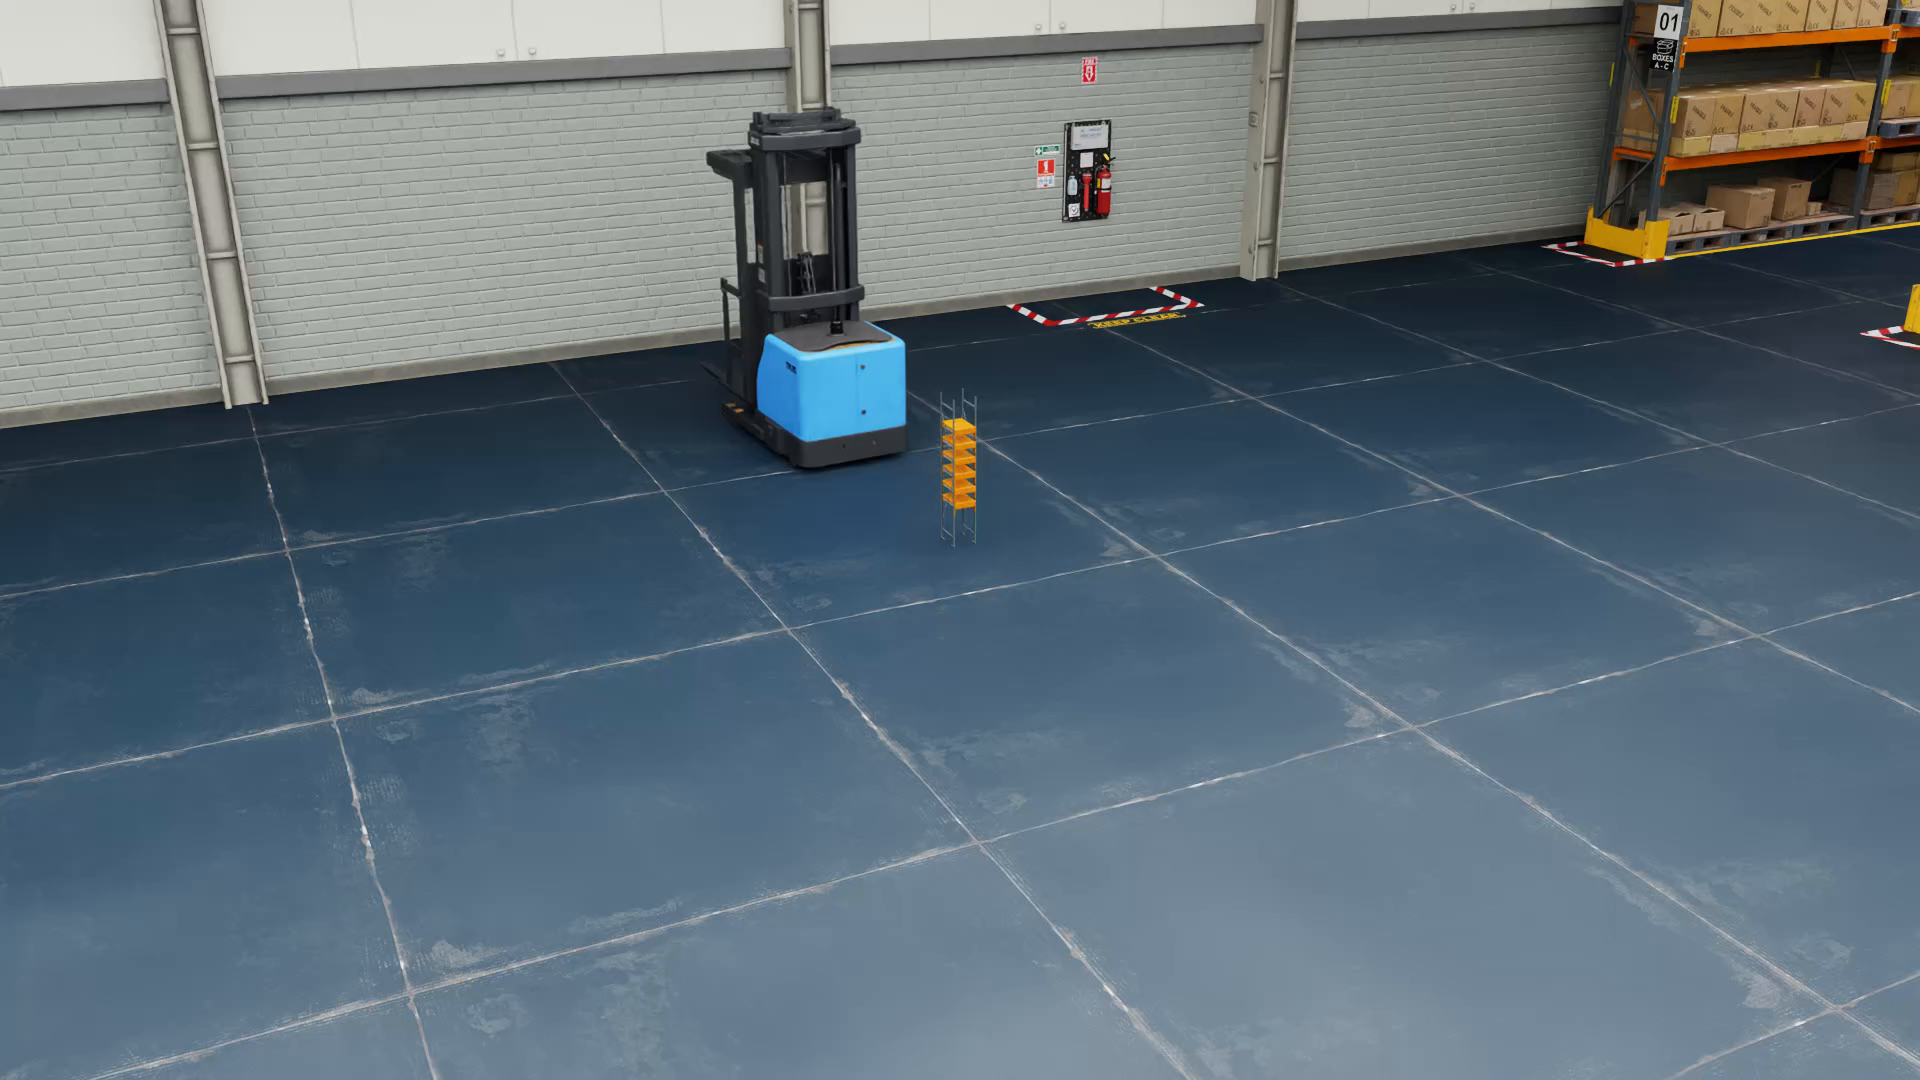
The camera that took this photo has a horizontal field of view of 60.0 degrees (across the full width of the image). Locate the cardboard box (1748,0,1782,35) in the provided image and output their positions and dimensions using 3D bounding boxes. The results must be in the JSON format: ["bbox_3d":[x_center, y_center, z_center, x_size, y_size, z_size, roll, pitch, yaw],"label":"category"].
[{"bbox_3d":[10.319,-6.890,21.718,0.500,0.500,0.500,-9,24,-21],"label":"cardboard box"}]

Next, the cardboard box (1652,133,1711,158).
[{"bbox_3d":[9.521,-5.227,21.948,0.500,0.250,0.500,-11,25,-25],"label":"cardboard box"}]

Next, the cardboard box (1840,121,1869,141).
[{"bbox_3d":[12.253,-5.736,23.178,0.500,0.250,0.500,-10,25,-23],"label":"cardboard box"}]

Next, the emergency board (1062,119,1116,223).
[{"bbox_3d":[1.550,-4.338,19.630,0.643,1.169,0.194,-10,25,-24],"label":"emergency board"}]

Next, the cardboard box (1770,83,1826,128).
[{"bbox_3d":[11.351,-5.916,22.632,0.500,0.500,0.500,-11,25,-25],"label":"cardboard box"}]

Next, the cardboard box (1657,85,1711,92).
[{"bbox_3d":[9.734,-5.833,22.433,0.500,0.500,0.500,-10,25,-23],"label":"cardboard box"}]

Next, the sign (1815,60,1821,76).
[{"bbox_3d":[12.304,-6.705,23.834,0.005,0.325,0.100,-10,25,-24],"label":"sign"}]

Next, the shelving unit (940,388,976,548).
[{"bbox_3d":[-0.013,-0.552,12.838,0.189,1.200,0.258,-10,25,-24],"label":"shelving unit"}]

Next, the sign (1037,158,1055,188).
[{"bbox_3d":[1.007,-4.298,19.487,0.234,0.329,0.001,-10,25,-24],"label":"sign"}]

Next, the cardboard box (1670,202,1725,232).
[{"bbox_3d":[10.120,-4.455,22.853,0.500,0.311,0.500,-8,24,-19],"label":"cardboard box"}]

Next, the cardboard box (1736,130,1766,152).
[{"bbox_3d":[10.445,-5.400,22.367,0.500,0.250,0.500,-11,25,-24],"label":"cardboard box"}]

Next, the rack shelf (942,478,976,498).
[{"bbox_3d":[-0.013,-0.400,12.901,0.180,0.103,0.258,-10,25,-24],"label":"rack shelf"}]

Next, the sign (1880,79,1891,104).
[{"bbox_3d":[12.790,-6.193,22.981,0.005,0.325,0.100,-10,25,-24],"label":"sign"}]

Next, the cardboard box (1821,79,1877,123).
[{"bbox_3d":[12.256,-6.080,23.030,0.500,0.500,0.500,-10,25,-24],"label":"cardboard box"}]

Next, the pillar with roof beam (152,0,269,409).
[{"bbox_3d":[-5.152,-4.032,11.048,0.400,9.000,9.100,-10,25,-24],"label":"pillar with roof beam"}]

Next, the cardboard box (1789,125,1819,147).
[{"bbox_3d":[11.354,-5.567,22.771,0.500,0.250,0.500,-11,25,-24],"label":"cardboard box"}]

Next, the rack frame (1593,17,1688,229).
[{"bbox_3d":[8.944,-5.315,21.992,0.127,3.000,1.000,-10,25,-24],"label":"rack frame"}]

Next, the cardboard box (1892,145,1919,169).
[{"bbox_3d":[14.067,-5.663,24.545,0.500,0.250,0.500,-11,25,-25],"label":"cardboard box"}]

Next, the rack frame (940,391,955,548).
[{"bbox_3d":[-0.095,-0.537,12.801,0.006,1.200,0.240,-10,25,-24],"label":"rack frame"}]

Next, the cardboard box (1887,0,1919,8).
[{"bbox_3d":[13.075,-7.668,23.074,0.500,0.500,0.500,-7,23,-16],"label":"cardboard box"}]

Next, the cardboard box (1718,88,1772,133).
[{"bbox_3d":[10.422,-5.740,22.206,0.500,0.500,0.500,-11,25,-25],"label":"cardboard box"}]

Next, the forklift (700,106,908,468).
[{"bbox_3d":[-1.611,-2.502,15.284,1.130,2.935,3.031,-12,25,-26],"label":"forklift"}]

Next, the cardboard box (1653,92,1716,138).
[{"bbox_3d":[9.504,-5.577,21.815,0.500,0.500,0.500,-10,25,-24],"label":"cardboard box"}]

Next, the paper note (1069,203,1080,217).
[{"bbox_3d":[1.360,-3.925,19.785,0.142,0.148,0.016,-10,25,-24],"label":"paper note"}]

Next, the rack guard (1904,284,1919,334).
[{"bbox_3d":[11.074,-2.450,18.338,0.348,0.500,1.175,-10,25,-24],"label":"rack guard"}]

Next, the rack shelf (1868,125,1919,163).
[{"bbox_3d":[14.350,-5.978,24.534,4.000,0.370,1.077,-10,25,-24],"label":"rack shelf"}]

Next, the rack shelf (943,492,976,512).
[{"bbox_3d":[-0.013,-0.289,12.946,0.180,0.103,0.258,-10,25,-24],"label":"rack shelf"}]

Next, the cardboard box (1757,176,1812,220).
[{"bbox_3d":[11.630,-4.841,23.540,0.500,0.500,0.500,-12,26,-28],"label":"cardboard box"}]

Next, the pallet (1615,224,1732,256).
[{"bbox_3d":[9.760,-4.162,22.852,1.213,0.211,1.003,-10,25,-24],"label":"pallet"}]

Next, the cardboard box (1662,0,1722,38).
[{"bbox_3d":[9.354,-6.726,21.321,0.500,0.500,0.500,-10,24,-22],"label":"cardboard box"}]

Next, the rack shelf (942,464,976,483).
[{"bbox_3d":[-0.013,-0.511,12.855,0.180,0.103,0.258,-10,25,-24],"label":"rack shelf"}]

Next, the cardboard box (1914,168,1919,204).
[{"bbox_3d":[14.125,-5.329,24.718,0.500,0.500,0.700,-10,25,-23],"label":"cardboard box"}]

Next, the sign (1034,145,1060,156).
[{"bbox_3d":[1.015,-4.540,19.381,0.331,0.109,0.001,-10,25,-24],"label":"sign"}]

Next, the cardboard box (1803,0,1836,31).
[{"bbox_3d":[11.256,-7.067,22.145,0.500,0.500,0.500,-11,25,-26],"label":"cardboard box"}]

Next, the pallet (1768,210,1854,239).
[{"bbox_3d":[11.958,-4.567,23.830,1.213,0.211,1.003,-10,25,-24],"label":"pallet"}]

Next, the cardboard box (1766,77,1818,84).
[{"bbox_3d":[11.566,-6.175,23.258,0.500,0.500,0.500,-11,25,-24],"label":"cardboard box"}]

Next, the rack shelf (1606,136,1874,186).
[{"bbox_3d":[10.746,-5.315,22.931,4.000,0.370,1.077,-10,25,-24],"label":"rack shelf"}]

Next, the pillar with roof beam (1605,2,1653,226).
[{"bbox_3d":[11.067,-7.018,18.261,0.400,9.000,9.100,-10,25,-24],"label":"pillar with roof beam"}]

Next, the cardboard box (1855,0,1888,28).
[{"bbox_3d":[12.198,-7.251,22.589,0.500,0.500,0.500,-10,24,-22],"label":"cardboard box"}]

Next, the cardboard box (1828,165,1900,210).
[{"bbox_3d":[13.204,-5.155,24.298,0.500,0.500,0.700,-10,24,-22],"label":"cardboard box"}]

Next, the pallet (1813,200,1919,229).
[{"bbox_3d":[13.249,-4.820,24.442,1.213,0.211,1.003,-10,25,-24],"label":"pallet"}]

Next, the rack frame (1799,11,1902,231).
[{"bbox_3d":[12.548,-5.979,23.595,0.127,3.000,1.000,-10,25,-24],"label":"rack frame"}]

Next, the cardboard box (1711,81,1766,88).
[{"bbox_3d":[10.652,-6.004,22.846,0.500,0.500,0.500,-10,25,-23],"label":"cardboard box"}]

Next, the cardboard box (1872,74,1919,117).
[{"bbox_3d":[13.528,-6.391,23.885,0.500,0.500,0.700,-8,24,-18],"label":"cardboard box"}]
